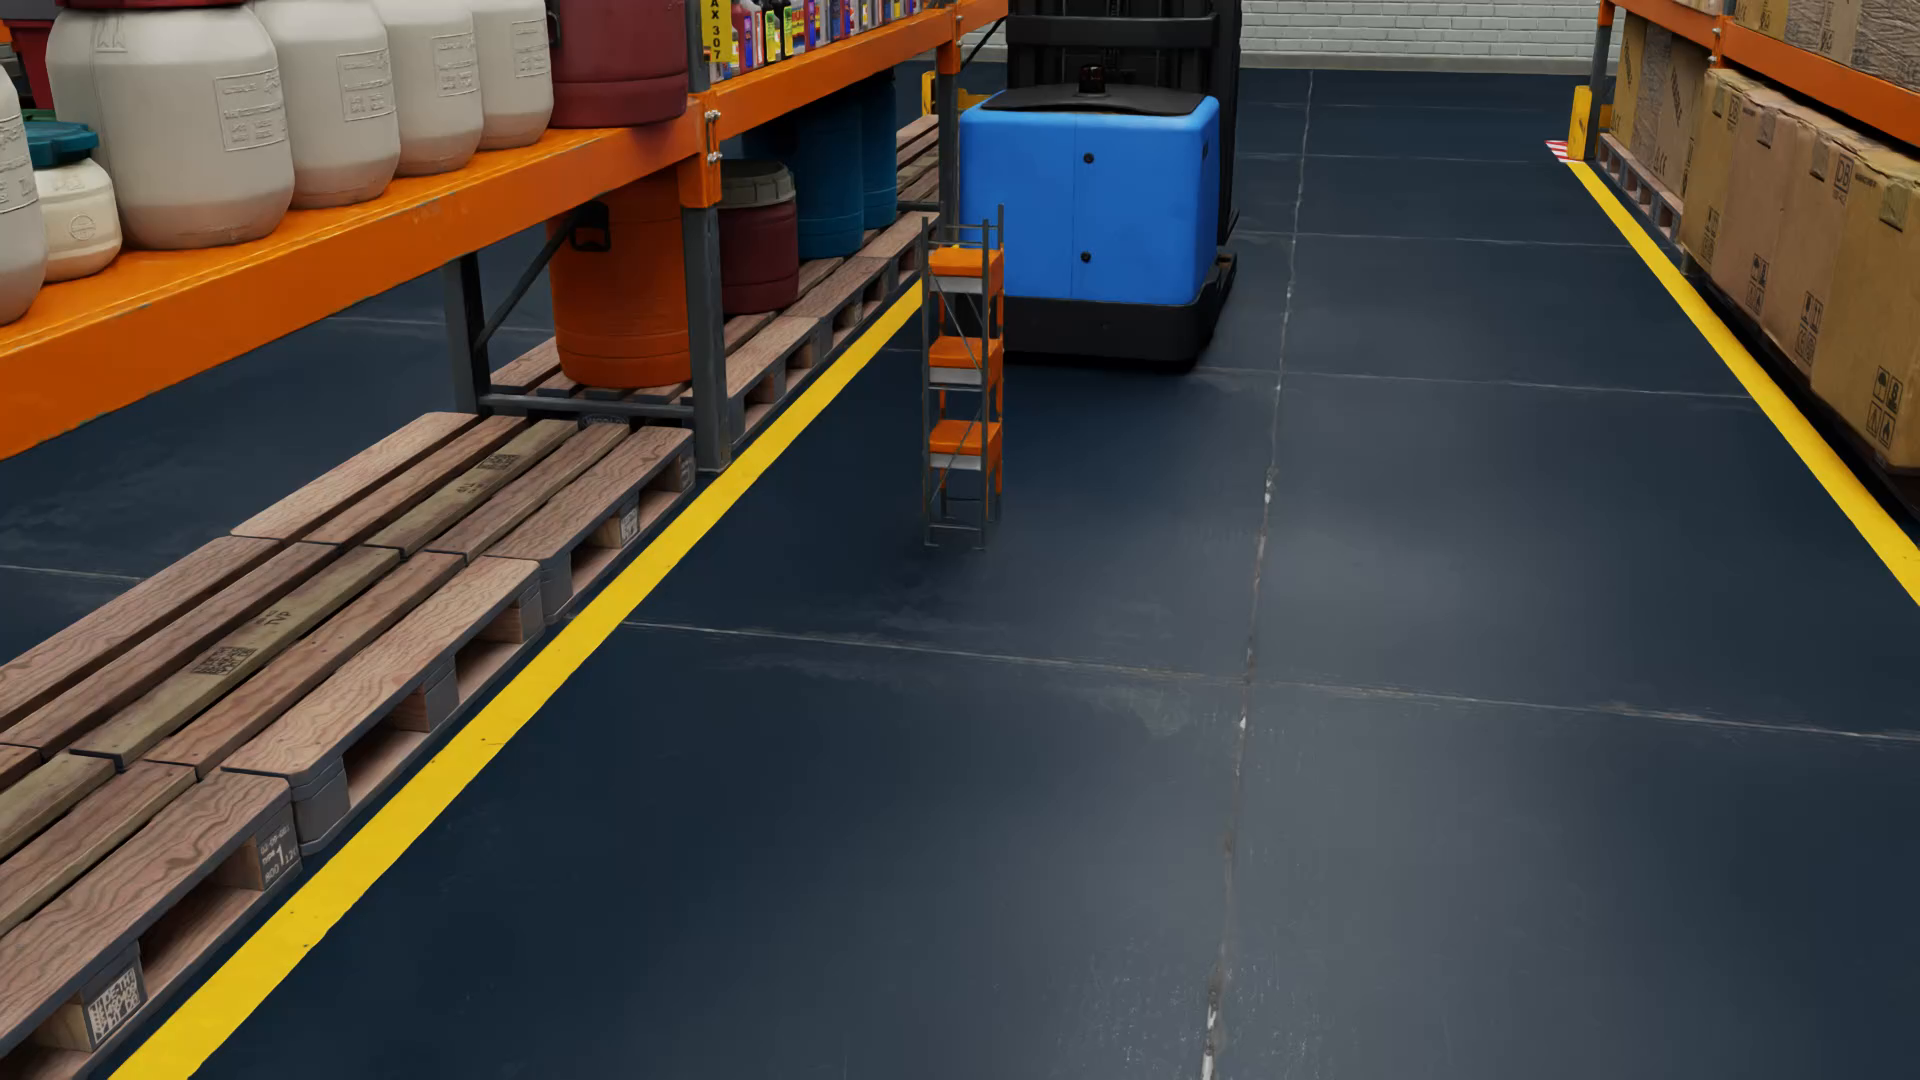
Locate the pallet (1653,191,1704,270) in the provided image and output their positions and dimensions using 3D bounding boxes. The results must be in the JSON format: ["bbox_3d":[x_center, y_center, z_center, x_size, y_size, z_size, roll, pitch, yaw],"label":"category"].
[{"bbox_3d":[4.567,-1.744,9.401,1.003,0.211,1.213,4,22,11],"label":"pallet"}]

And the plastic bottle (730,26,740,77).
[{"bbox_3d":[-0.855,-1.797,6.067,0.097,0.201,0.097,0,22,0],"label":"plastic bottle"}]

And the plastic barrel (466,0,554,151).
[{"bbox_3d":[-1.331,-1.339,4.514,0.421,0.512,0.421,0,22,0],"label":"plastic barrel"}]

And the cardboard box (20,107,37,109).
[{"bbox_3d":[-5.292,-2.184,9.518,0.500,0.500,0.500,5,22,11],"label":"cardboard box"}]

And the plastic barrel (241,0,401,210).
[{"bbox_3d":[-1.498,-1.040,3.738,0.433,0.535,0.433,0,22,0],"label":"plastic barrel"}]

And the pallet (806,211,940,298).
[{"bbox_3d":[-0.712,-1.570,8.970,1.003,0.211,1.213,4,22,11],"label":"pallet"}]

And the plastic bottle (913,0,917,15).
[{"bbox_3d":[-0.275,-2.837,8.649,0.097,0.201,0.097,0,22,0],"label":"plastic bottle"}]

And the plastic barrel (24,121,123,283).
[{"bbox_3d":[-1.726,-0.625,3.076,0.301,0.262,0.301,0,22,0],"label":"plastic barrel"}]

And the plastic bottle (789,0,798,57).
[{"bbox_3d":[-0.706,-2.097,6.716,0.097,0.271,0.097,0,22,0],"label":"plastic bottle"}]

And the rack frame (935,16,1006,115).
[{"bbox_3d":[0.302,-4.606,12.774,1.000,3.000,0.127,4,22,11],"label":"rack frame"}]

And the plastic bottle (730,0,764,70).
[{"bbox_3d":[-0.831,-1.925,6.285,0.152,0.276,0.135,4,22,11],"label":"plastic bottle"}]

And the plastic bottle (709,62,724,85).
[{"bbox_3d":[-0.925,-1.756,5.864,0.152,0.276,0.135,4,22,11],"label":"plastic bottle"}]

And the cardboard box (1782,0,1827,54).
[{"bbox_3d":[3.792,-2.296,6.904,0.500,0.500,0.500,4,22,10],"label":"cardboard box"}]

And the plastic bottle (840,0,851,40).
[{"bbox_3d":[-0.533,-2.380,7.403,0.061,0.283,0.133,4,22,11],"label":"plastic bottle"}]

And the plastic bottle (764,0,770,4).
[{"bbox_3d":[-0.782,-2.318,7.161,0.144,0.351,0.185,4,22,11],"label":"plastic bottle"}]

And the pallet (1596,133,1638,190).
[{"bbox_3d":[5.064,-2.636,11.617,1.003,0.211,1.213,4,22,11],"label":"pallet"}]

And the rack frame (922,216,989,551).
[{"bbox_3d":[-0.014,-0.462,5.095,0.200,1.050,0.008,4,22,11],"label":"rack frame"}]

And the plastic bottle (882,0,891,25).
[{"bbox_3d":[-0.419,-2.691,8.087,0.144,0.351,0.185,4,22,11],"label":"plastic bottle"}]

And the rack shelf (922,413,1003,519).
[{"bbox_3d":[0.011,-0.239,5.314,0.215,0.259,0.240,4,22,11],"label":"rack shelf"}]

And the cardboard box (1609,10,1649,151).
[{"bbox_3d":[5.099,-3.197,11.559,0.875,0.875,0.875,4,22,11],"label":"cardboard box"}]

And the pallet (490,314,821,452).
[{"bbox_3d":[-1.210,-0.678,6.754,1.003,0.211,1.213,4,22,11],"label":"pallet"}]

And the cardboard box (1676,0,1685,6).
[{"bbox_3d":[4.234,-3.067,9.291,0.380,0.149,0.250,5,22,12],"label":"cardboard box"}]

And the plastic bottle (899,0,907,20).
[{"bbox_3d":[-0.352,-2.783,8.414,0.152,0.276,0.135,4,22,11],"label":"plastic bottle"}]

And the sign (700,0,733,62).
[{"bbox_3d":[-0.790,-1.716,5.381,0.100,0.325,0.005,4,22,11],"label":"sign"}]

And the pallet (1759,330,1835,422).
[{"bbox_3d":[4.004,-0.736,6.899,1.003,0.211,1.213,4,22,11],"label":"pallet"}]

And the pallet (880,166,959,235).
[{"bbox_3d":[-0.402,-2.121,10.338,1.003,0.211,1.213,4,22,11],"label":"pallet"}]

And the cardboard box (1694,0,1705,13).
[{"bbox_3d":[4.129,-2.880,8.825,0.380,0.149,0.250,5,22,12],"label":"cardboard box"}]

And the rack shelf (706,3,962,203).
[{"bbox_3d":[-0.922,-2.078,7.460,1.077,0.370,4.000,4,22,11],"label":"rack shelf"}]

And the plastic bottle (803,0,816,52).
[{"bbox_3d":[-0.645,-2.179,6.904,0.061,0.283,0.133,4,22,11],"label":"plastic bottle"}]

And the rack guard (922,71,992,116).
[{"bbox_3d":[0.294,-3.456,13.265,1.175,0.500,0.348,4,22,11],"label":"rack guard"}]

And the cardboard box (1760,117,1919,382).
[{"bbox_3d":[3.869,-1.088,6.321,1.225,0.875,0.875,5,22,11],"label":"cardboard box"}]

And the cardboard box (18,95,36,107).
[{"bbox_3d":[-5.700,-2.408,10.074,0.500,0.500,0.500,3,22,8],"label":"cardboard box"}]

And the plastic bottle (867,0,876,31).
[{"bbox_3d":[-0.483,-2.549,7.834,0.152,0.276,0.135,4,22,11],"label":"plastic bottle"}]

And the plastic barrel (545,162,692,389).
[{"bbox_3d":[-1.247,-1.048,6.284,0.600,0.830,0.708,4,22,11],"label":"plastic barrel"}]

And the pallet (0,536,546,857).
[{"bbox_3d":[-1.777,0.339,4.230,1.003,0.211,1.213,4,22,11],"label":"pallet"}]

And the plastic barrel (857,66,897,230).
[{"bbox_3d":[-0.642,-2.167,8.965,0.600,0.901,0.708,4,22,11],"label":"plastic barrel"}]

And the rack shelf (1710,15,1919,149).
[{"bbox_3d":[3.927,-1.700,6.523,1.077,0.370,4.000,4,22,11],"label":"rack shelf"}]

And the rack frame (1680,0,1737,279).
[{"bbox_3d":[4.335,-2.765,8.204,1.000,3.000,0.127,4,22,11],"label":"rack frame"}]

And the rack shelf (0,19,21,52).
[{"bbox_3d":[-5.770,-2.457,8.401,1.077,0.370,4.000,4,22,11],"label":"rack shelf"}]

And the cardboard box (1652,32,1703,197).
[{"bbox_3d":[4.731,-2.539,9.924,0.875,0.875,0.875,4,22,11],"label":"cardboard box"}]

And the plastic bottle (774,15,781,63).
[{"bbox_3d":[-0.753,-1.980,6.520,0.097,0.201,0.097,0,22,0],"label":"plastic bottle"}]

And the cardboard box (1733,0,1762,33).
[{"bbox_3d":[3.996,-2.662,7.815,0.500,0.500,0.500,5,22,11],"label":"cardboard box"}]

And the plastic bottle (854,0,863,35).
[{"bbox_3d":[-0.530,-2.464,7.623,0.152,0.276,0.135,4,22,11],"label":"plastic bottle"}]

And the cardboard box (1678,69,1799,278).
[{"bbox_3d":[4.224,-1.739,7.938,1.225,0.875,0.875,5,22,11],"label":"cardboard box"}]

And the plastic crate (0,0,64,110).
[{"bbox_3d":[-1.959,-1.142,4.088,0.402,0.464,0.583,4,22,11],"label":"plastic crate"}]

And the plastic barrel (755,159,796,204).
[{"bbox_3d":[-0.989,-1.527,7.899,0.421,0.512,0.421,0,22,0],"label":"plastic barrel"}]

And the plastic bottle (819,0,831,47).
[{"bbox_3d":[-0.642,-2.263,7.124,0.152,0.276,0.135,4,22,11],"label":"plastic bottle"}]

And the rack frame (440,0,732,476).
[{"bbox_3d":[-1.330,-1.680,5.510,1.000,3.000,0.127,4,22,11],"label":"rack frame"}]

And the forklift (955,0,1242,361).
[{"bbox_3d":[0.824,-2.637,7.978,1.130,2.935,3.031,5,23,13],"label":"forklift"}]

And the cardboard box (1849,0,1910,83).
[{"bbox_3d":[3.587,-1.920,5.972,0.500,0.500,0.500,4,22,9],"label":"cardboard box"}]

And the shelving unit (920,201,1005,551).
[{"bbox_3d":[0.011,-0.507,5.206,0.215,1.050,0.252,4,22,11],"label":"shelving unit"}]

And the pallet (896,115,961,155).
[{"bbox_3d":[0.096,-3.014,12.554,1.003,0.211,1.213,4,22,11],"label":"pallet"}]
